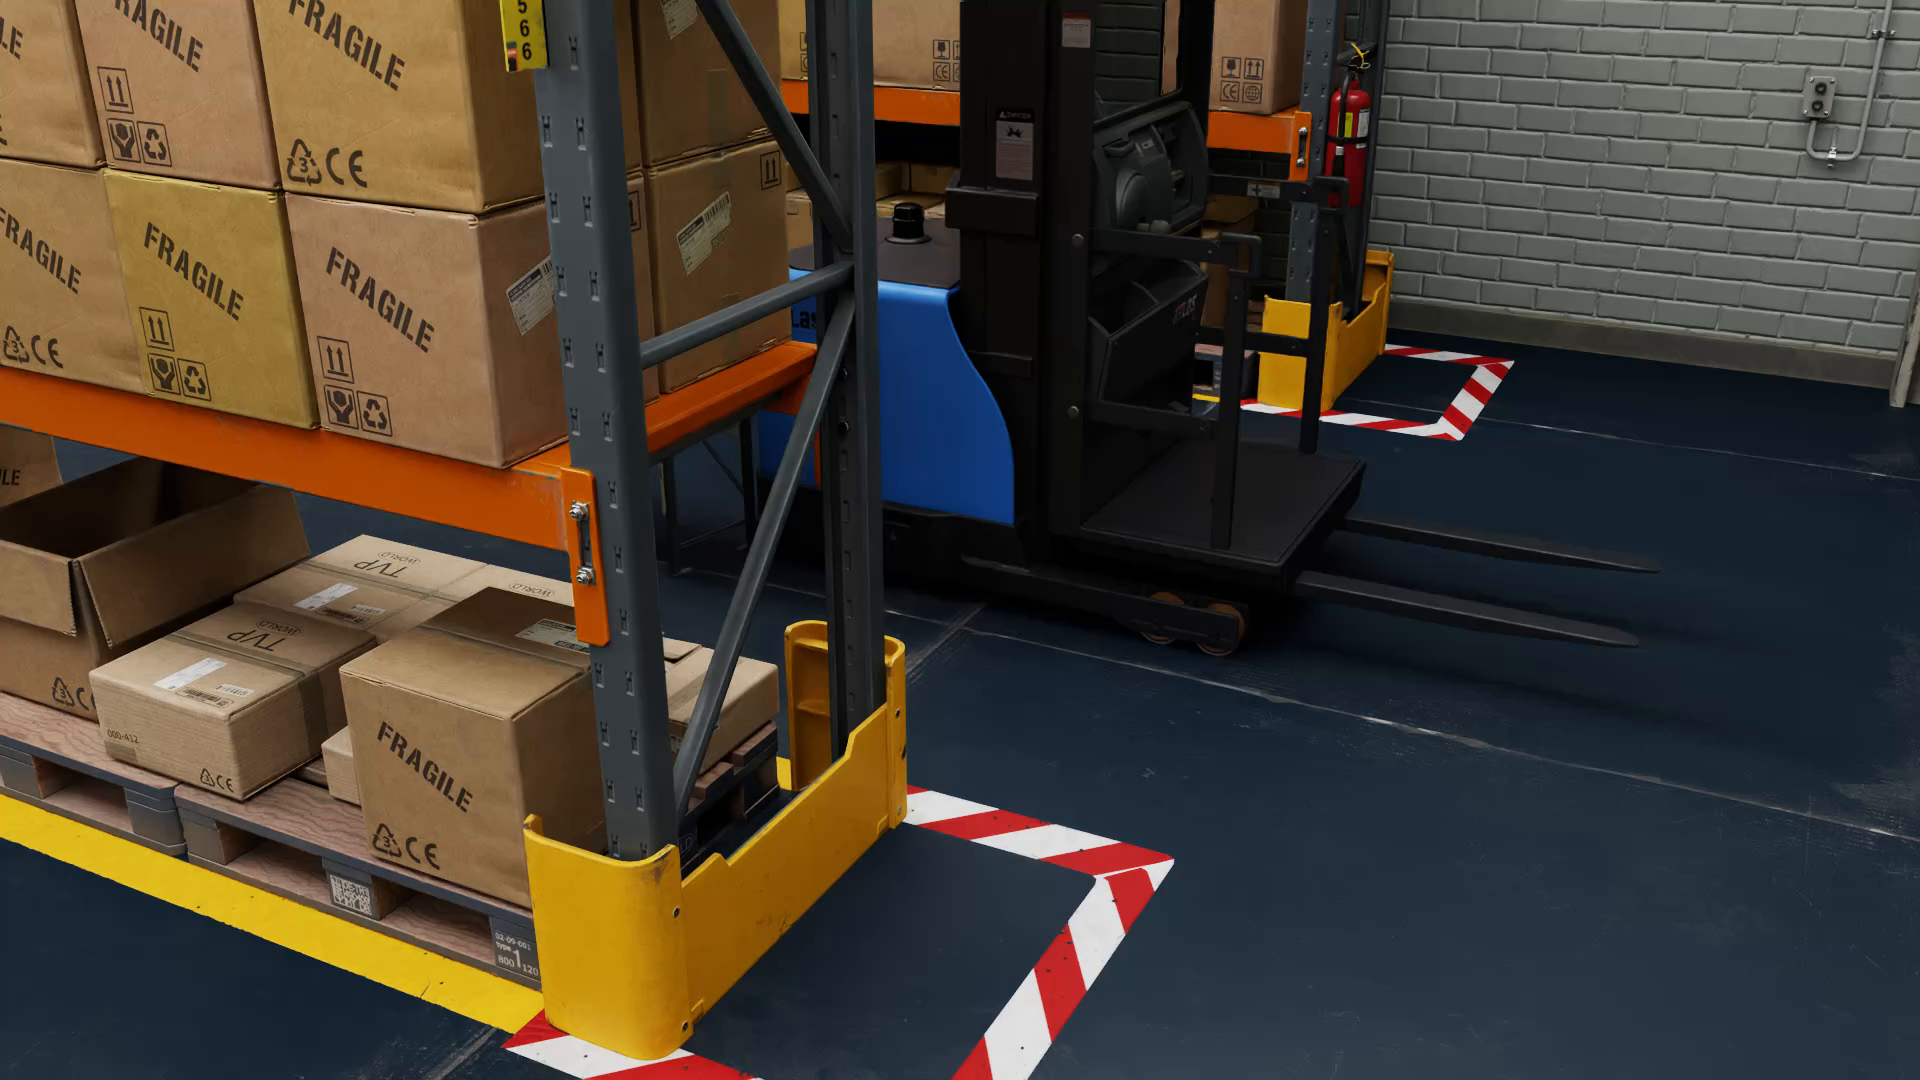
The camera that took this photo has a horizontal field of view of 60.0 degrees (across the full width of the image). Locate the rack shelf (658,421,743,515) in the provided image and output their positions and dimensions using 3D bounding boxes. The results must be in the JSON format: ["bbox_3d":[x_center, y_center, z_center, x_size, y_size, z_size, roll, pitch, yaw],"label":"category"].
[{"bbox_3d":[-1.174,-0.411,6.132,0.720,0.370,0.431,19,29,37],"label":"rack shelf"}]

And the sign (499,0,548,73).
[{"bbox_3d":[-0.738,-0.953,2.775,0.005,0.325,0.100,11,25,25],"label":"sign"}]

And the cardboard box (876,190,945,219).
[{"bbox_3d":[-0.283,-1.596,8.828,0.500,0.500,0.700,12,26,26],"label":"cardboard box"}]

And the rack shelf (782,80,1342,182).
[{"bbox_3d":[-0.023,-2.218,8.552,4.000,0.370,1.077,11,25,25],"label":"rack shelf"}]

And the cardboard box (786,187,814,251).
[{"bbox_3d":[-0.740,-1.688,9.043,0.500,0.500,0.700,11,25,24],"label":"cardboard box"}]

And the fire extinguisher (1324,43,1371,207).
[{"bbox_3d":[1.688,-1.801,7.227,0.183,0.674,0.296,11,25,25],"label":"fire extinguisher"}]

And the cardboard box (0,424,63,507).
[{"bbox_3d":[-3.403,-0.222,5.571,0.500,0.500,0.500,11,25,25],"label":"cardboard box"}]

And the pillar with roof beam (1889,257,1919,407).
[{"bbox_3d":[2.619,-3.279,2.461,0.400,9.000,9.100,11,25,25],"label":"pillar with roof beam"}]

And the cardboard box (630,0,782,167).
[{"bbox_3d":[-0.747,-1.142,3.697,0.500,0.500,0.500,12,26,26],"label":"cardboard box"}]

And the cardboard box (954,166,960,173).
[{"bbox_3d":[0.162,-1.897,8.707,0.250,0.149,0.380,11,26,25],"label":"cardboard box"}]

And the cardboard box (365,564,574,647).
[{"bbox_3d":[-1.273,0.314,4.629,0.500,0.250,0.500,11,25,25],"label":"cardboard box"}]

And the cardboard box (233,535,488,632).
[{"bbox_3d":[-1.719,0.226,4.837,0.500,0.250,0.500,11,25,25],"label":"cardboard box"}]

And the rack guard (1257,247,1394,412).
[{"bbox_3d":[1.783,-1.041,8.060,0.348,0.500,1.175,11,25,25],"label":"rack guard"}]

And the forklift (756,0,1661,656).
[{"bbox_3d":[0.812,-1.211,5.353,3.031,2.935,1.130,11,25,25],"label":"forklift"}]

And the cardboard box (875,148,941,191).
[{"bbox_3d":[-0.295,-1.987,8.919,0.250,0.149,0.380,11,26,25],"label":"cardboard box"}]

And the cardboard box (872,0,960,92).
[{"bbox_3d":[-0.028,-2.683,8.343,0.700,0.700,0.980,10,25,22],"label":"cardboard box"}]

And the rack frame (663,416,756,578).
[{"bbox_3d":[-0.897,-0.617,5.784,0.023,1.500,0.400,19,29,37],"label":"rack frame"}]

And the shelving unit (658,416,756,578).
[{"bbox_3d":[-1.174,-0.711,6.005,0.755,1.500,0.431,19,29,37],"label":"shelving unit"}]

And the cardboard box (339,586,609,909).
[{"bbox_3d":[-1.066,0.473,3.938,0.500,0.500,0.500,11,25,25],"label":"cardboard box"}]

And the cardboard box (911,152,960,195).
[{"bbox_3d":[-0.064,-1.942,8.812,0.250,0.149,0.380,11,25,24],"label":"cardboard box"}]

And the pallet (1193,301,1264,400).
[{"bbox_3d":[1.013,-1.027,8.394,1.213,0.211,1.003,11,25,25],"label":"pallet"}]

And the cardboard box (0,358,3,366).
[{"bbox_3d":[-2.349,-0.765,4.087,0.500,0.500,0.500,11,25,24],"label":"cardboard box"}]

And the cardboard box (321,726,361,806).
[{"bbox_3d":[-1.387,0.523,4.245,0.250,0.166,0.380,11,25,25],"label":"cardboard box"}]

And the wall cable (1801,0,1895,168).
[{"bbox_3d":[3.332,-2.768,7.627,1.851,1.984,0.084,11,25,25],"label":"wall cable"}]

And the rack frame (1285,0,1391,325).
[{"bbox_3d":[1.762,-2.196,7.581,0.127,3.000,1.000,11,25,25],"label":"rack frame"}]

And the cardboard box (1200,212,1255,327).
[{"bbox_3d":[1.092,-1.328,8.196,0.500,0.500,0.700,11,25,25],"label":"cardboard box"}]

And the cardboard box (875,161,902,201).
[{"bbox_3d":[-0.497,-1.860,8.618,0.250,0.149,0.380,10,25,23],"label":"cardboard box"}]

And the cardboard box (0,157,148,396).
[{"bbox_3d":[-1.900,-0.676,3.878,0.500,0.500,0.500,11,26,25],"label":"cardboard box"}]

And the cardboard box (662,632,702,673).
[{"bbox_3d":[-0.911,0.398,4.539,0.250,0.166,0.380,11,25,25],"label":"cardboard box"}]

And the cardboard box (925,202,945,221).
[{"bbox_3d":[0.196,-1.505,8.612,0.500,0.500,0.700,10,25,23],"label":"cardboard box"}]

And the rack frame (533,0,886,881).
[{"bbox_3d":[-0.470,-0.465,3.511,0.127,3.000,1.000,11,25,25],"label":"rack frame"}]

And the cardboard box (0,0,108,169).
[{"bbox_3d":[-1.907,-1.133,3.675,0.500,0.500,0.500,12,26,26],"label":"cardboard box"}]

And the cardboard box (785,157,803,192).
[{"bbox_3d":[-0.963,-1.952,8.835,0.250,0.149,0.380,12,26,26],"label":"cardboard box"}]

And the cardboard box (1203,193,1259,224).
[{"bbox_3d":[1.294,-1.674,8.182,0.250,0.149,0.380,11,26,25],"label":"cardboard box"}]

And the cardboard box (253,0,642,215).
[{"bbox_3d":[-0.991,-0.954,3.255,0.500,0.500,0.500,11,25,24],"label":"cardboard box"}]

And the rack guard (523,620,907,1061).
[{"bbox_3d":[-0.538,0.672,4.032,0.348,0.500,1.175,11,25,25],"label":"rack guard"}]

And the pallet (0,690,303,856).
[{"bbox_3d":[-2.334,0.448,4.926,1.213,0.211,1.003,11,25,25],"label":"pallet"}]

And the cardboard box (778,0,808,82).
[{"bbox_3d":[-0.682,-2.808,8.637,0.700,0.700,0.980,11,25,23],"label":"cardboard box"}]

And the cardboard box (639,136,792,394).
[{"bbox_3d":[-0.747,-0.682,3.892,0.500,0.500,0.500,12,26,26],"label":"cardboard box"}]

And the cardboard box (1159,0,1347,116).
[{"bbox_3d":[1.302,-2.421,7.726,0.700,0.700,0.980,12,26,27],"label":"cardboard box"}]

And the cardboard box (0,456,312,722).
[{"bbox_3d":[-2.360,0.105,4.799,0.637,0.503,0.797,11,25,25],"label":"cardboard box"}]

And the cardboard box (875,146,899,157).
[{"bbox_3d":[-0.520,-2.032,9.024,0.250,0.149,0.380,10,25,23],"label":"cardboard box"}]

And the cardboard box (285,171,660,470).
[{"bbox_3d":[-0.992,-0.495,3.454,0.500,0.500,0.500,12,26,26],"label":"cardboard box"}]

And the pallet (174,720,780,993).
[{"bbox_3d":[-1.249,0.664,4.419,1.213,0.211,1.003,11,25,25],"label":"pallet"}]

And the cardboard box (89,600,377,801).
[{"bbox_3d":[-1.900,0.409,4.406,0.500,0.250,0.500,11,25,25],"label":"cardboard box"}]

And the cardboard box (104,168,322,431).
[{"bbox_3d":[-1.457,-0.586,3.667,0.500,0.500,0.500,11,26,25],"label":"cardboard box"}]

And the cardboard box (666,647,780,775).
[{"bbox_3d":[-0.688,0.450,4.439,0.250,0.149,0.380,11,25,25],"label":"cardboard box"}]

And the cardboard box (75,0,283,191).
[{"bbox_3d":[-1.442,-1.043,3.464,0.500,0.500,0.500,12,26,26],"label":"cardboard box"}]

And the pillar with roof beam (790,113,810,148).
[{"bbox_3d":[-2.735,-4.338,4.952,0.400,9.000,9.100,11,25,25],"label":"pillar with roof beam"}]

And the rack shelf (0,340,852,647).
[{"bbox_3d":[-2.255,-0.487,4.482,4.000,0.370,1.077,11,25,25],"label":"rack shelf"}]
